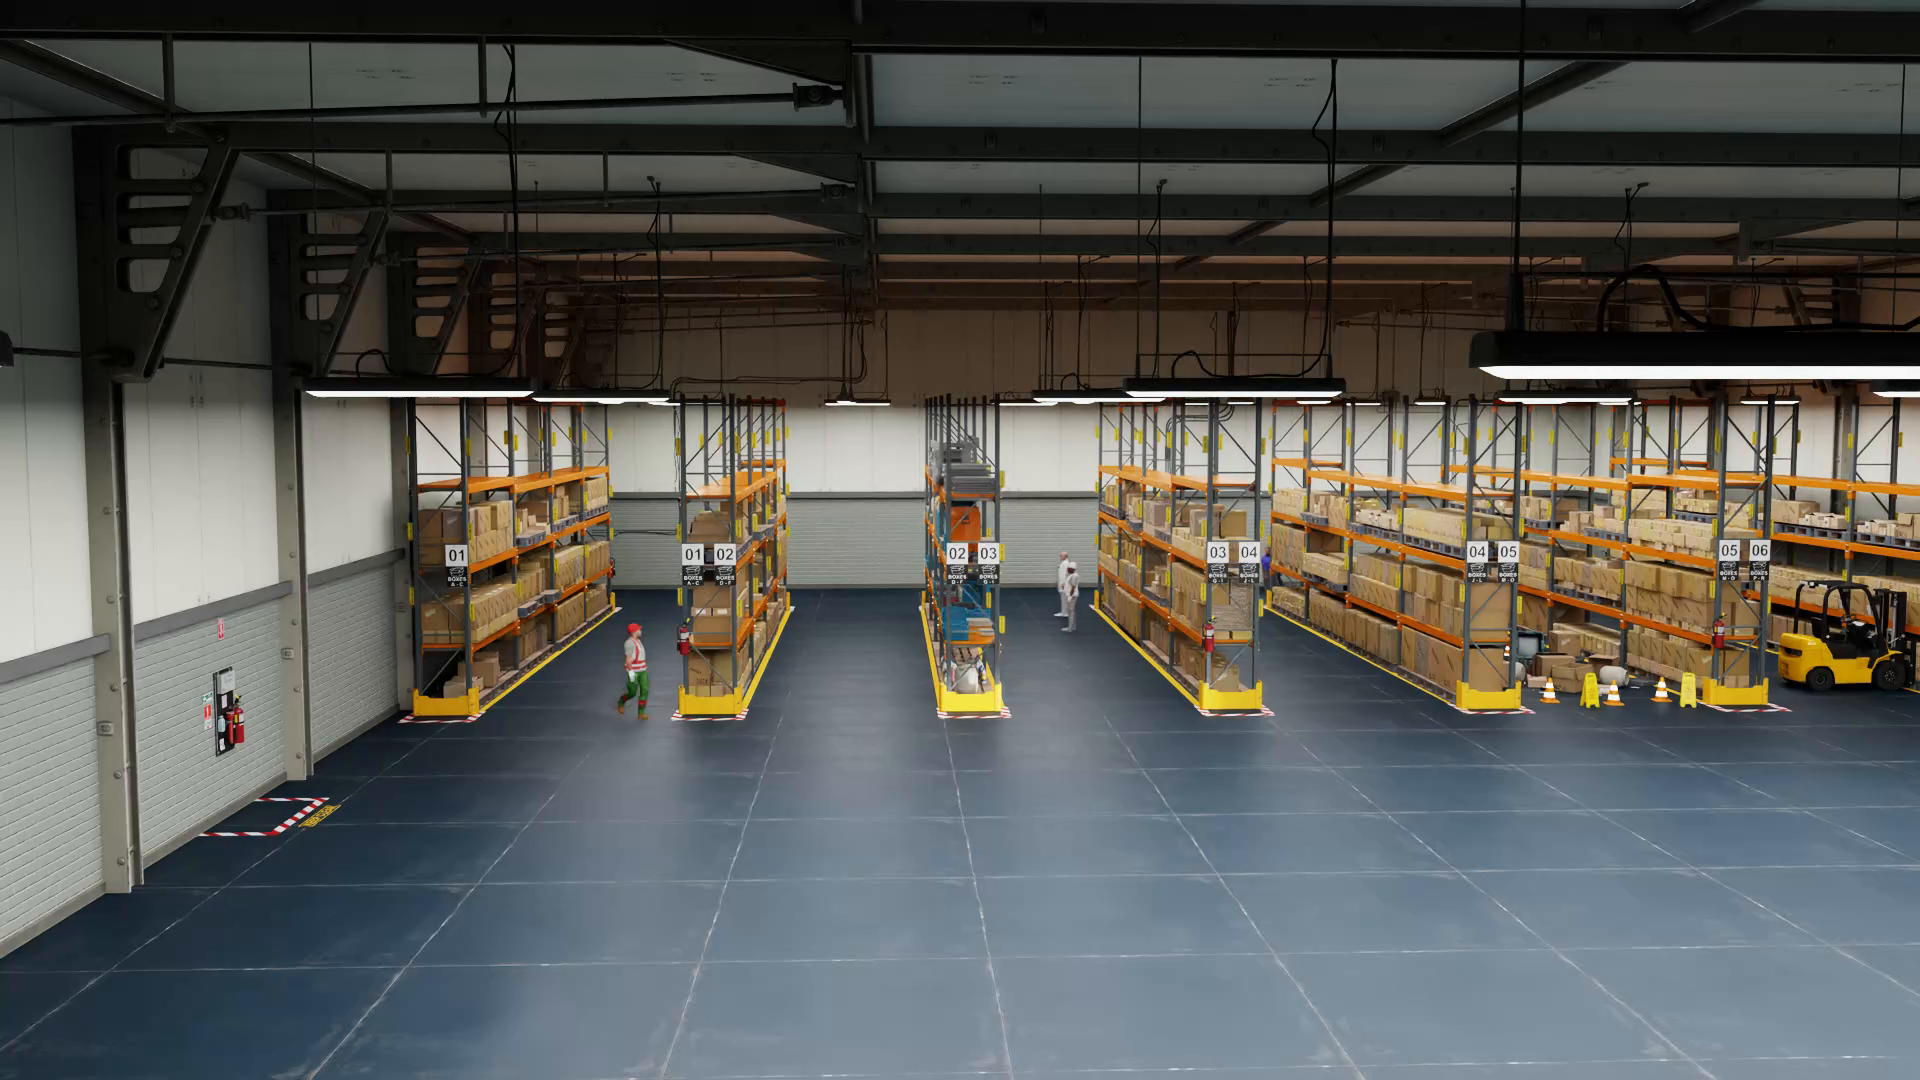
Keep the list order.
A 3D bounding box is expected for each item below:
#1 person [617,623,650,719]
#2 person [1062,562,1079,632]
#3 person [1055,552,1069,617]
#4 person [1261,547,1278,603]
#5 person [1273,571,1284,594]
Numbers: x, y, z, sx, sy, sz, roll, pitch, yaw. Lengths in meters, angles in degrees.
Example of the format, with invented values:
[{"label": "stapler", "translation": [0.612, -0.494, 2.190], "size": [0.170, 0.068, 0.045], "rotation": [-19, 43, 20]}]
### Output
[{"label": "person", "translation": [-5.998, 2.410, 30.635], "size": [0.683, 1.769, 0.546], "rotation": [4, 6, 40]}, {"label": "person", "translation": [2.831, 1.454, 42.717], "size": [0.425, 1.796, 0.603], "rotation": [0, 5, 1]}, {"label": "person", "translation": [2.829, 1.206, 45.734], "size": [0.436, 1.781, 0.669], "rotation": [0, 5, -2]}, {"label": "person", "translation": [9.173, 1.050, 48.846], "size": [0.611, 1.659, 0.373], "rotation": [0, 5, -3]}, {"label": "person", "translation": [9.714, 0.885, 51.110], "size": [0.673, 1.617, 0.413], "rotation": [-2, 5, -23]}]
